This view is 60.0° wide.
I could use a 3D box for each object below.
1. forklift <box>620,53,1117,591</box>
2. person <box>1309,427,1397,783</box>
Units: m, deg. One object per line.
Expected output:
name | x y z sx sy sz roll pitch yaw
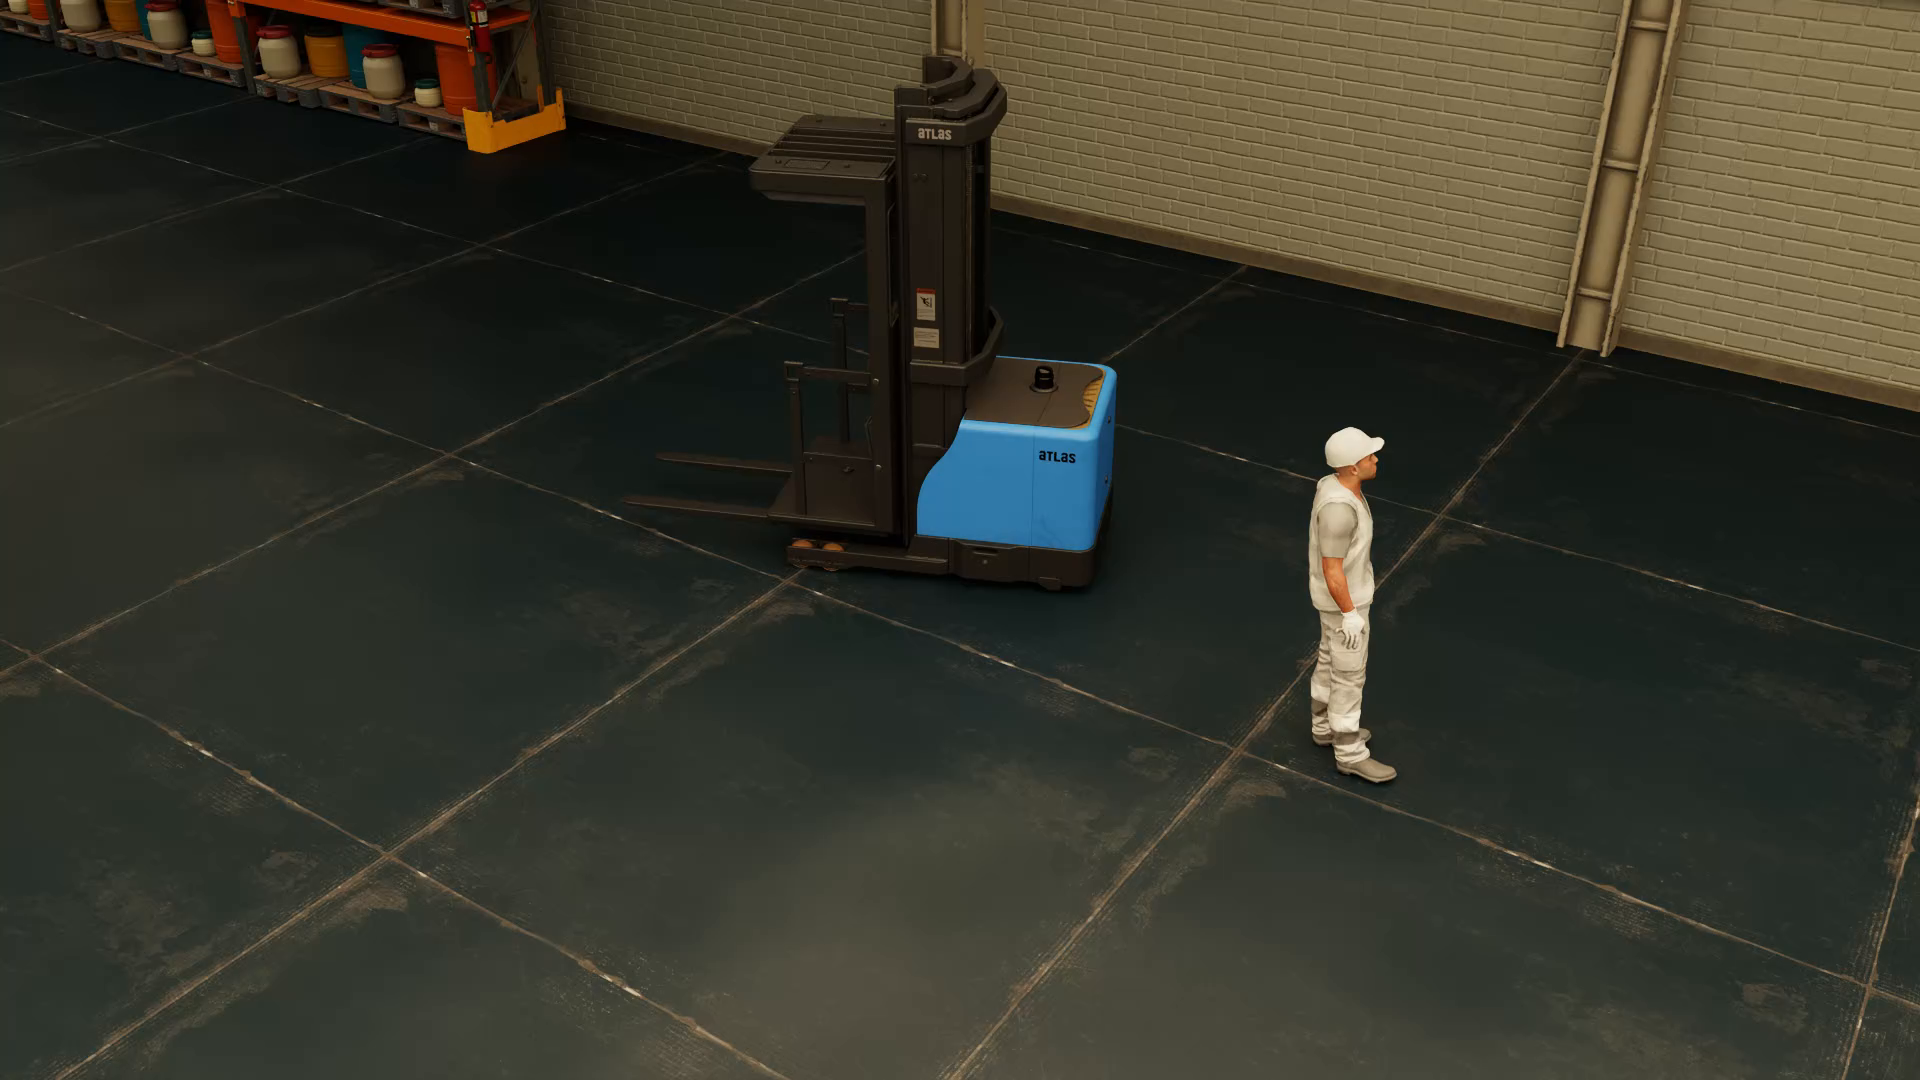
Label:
forklift | -0.596 -1.330 9.871 3.031 2.935 1.130 6 31 10
person | 1.970 0.288 8.209 0.562 1.788 0.638 5 31 9
